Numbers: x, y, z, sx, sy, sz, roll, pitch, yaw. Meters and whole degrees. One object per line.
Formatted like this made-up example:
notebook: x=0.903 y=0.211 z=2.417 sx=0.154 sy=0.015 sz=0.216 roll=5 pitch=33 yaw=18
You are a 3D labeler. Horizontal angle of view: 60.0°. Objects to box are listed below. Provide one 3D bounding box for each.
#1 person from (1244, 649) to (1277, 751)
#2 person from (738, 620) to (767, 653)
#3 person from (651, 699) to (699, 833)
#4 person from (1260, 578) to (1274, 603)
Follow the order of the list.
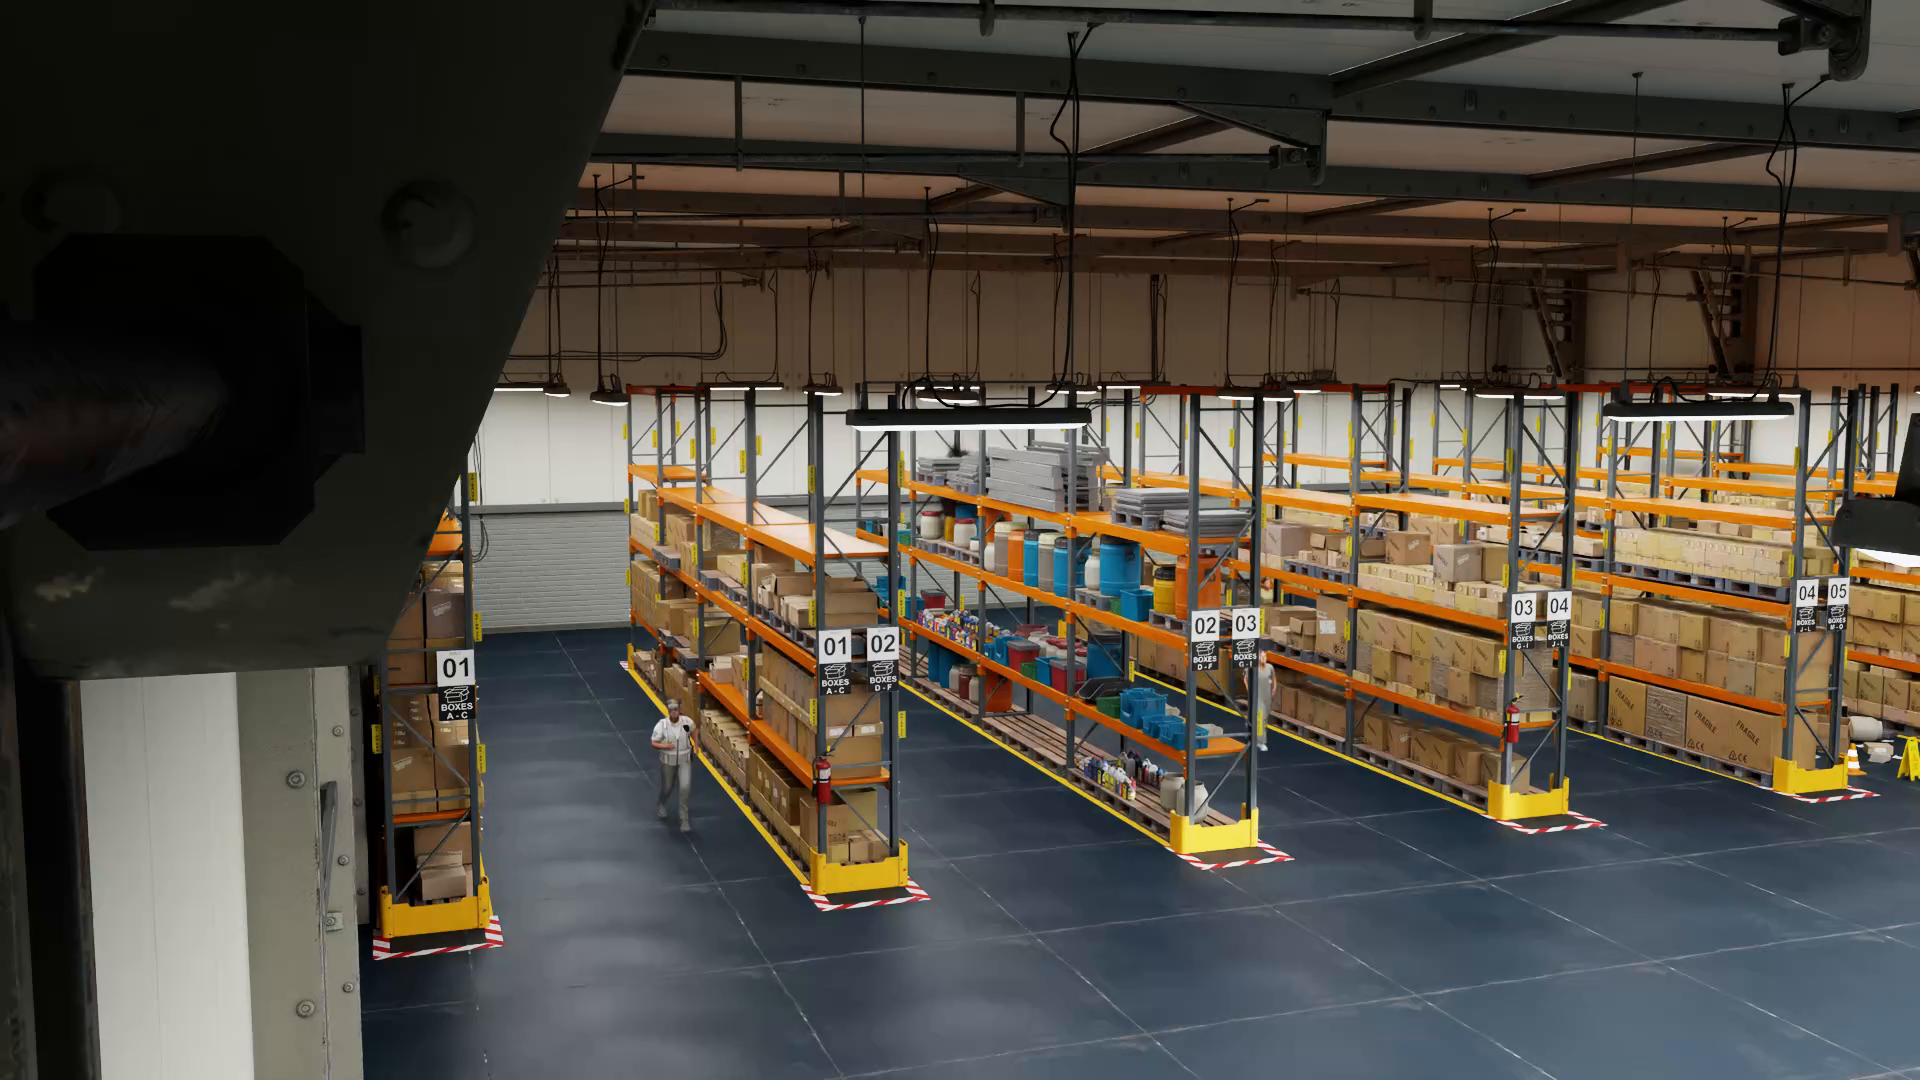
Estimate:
person: x=5.012 y=2.638 z=27.851 sx=0.566 sy=1.675 sz=0.784 roll=-2 pitch=6 yaw=-16
person: x=-4.351 y=1.893 z=34.976 sx=0.689 sy=1.677 sz=0.543 roll=-3 pitch=7 yaw=-29
person: x=-3.950 y=3.072 z=23.061 sx=0.671 sy=1.825 sz=0.964 roll=-2 pitch=6 yaw=-17
person: x=6.795 y=1.668 z=36.936 sx=0.575 sy=1.668 sz=0.893 roll=-2 pitch=6 yaw=-15
